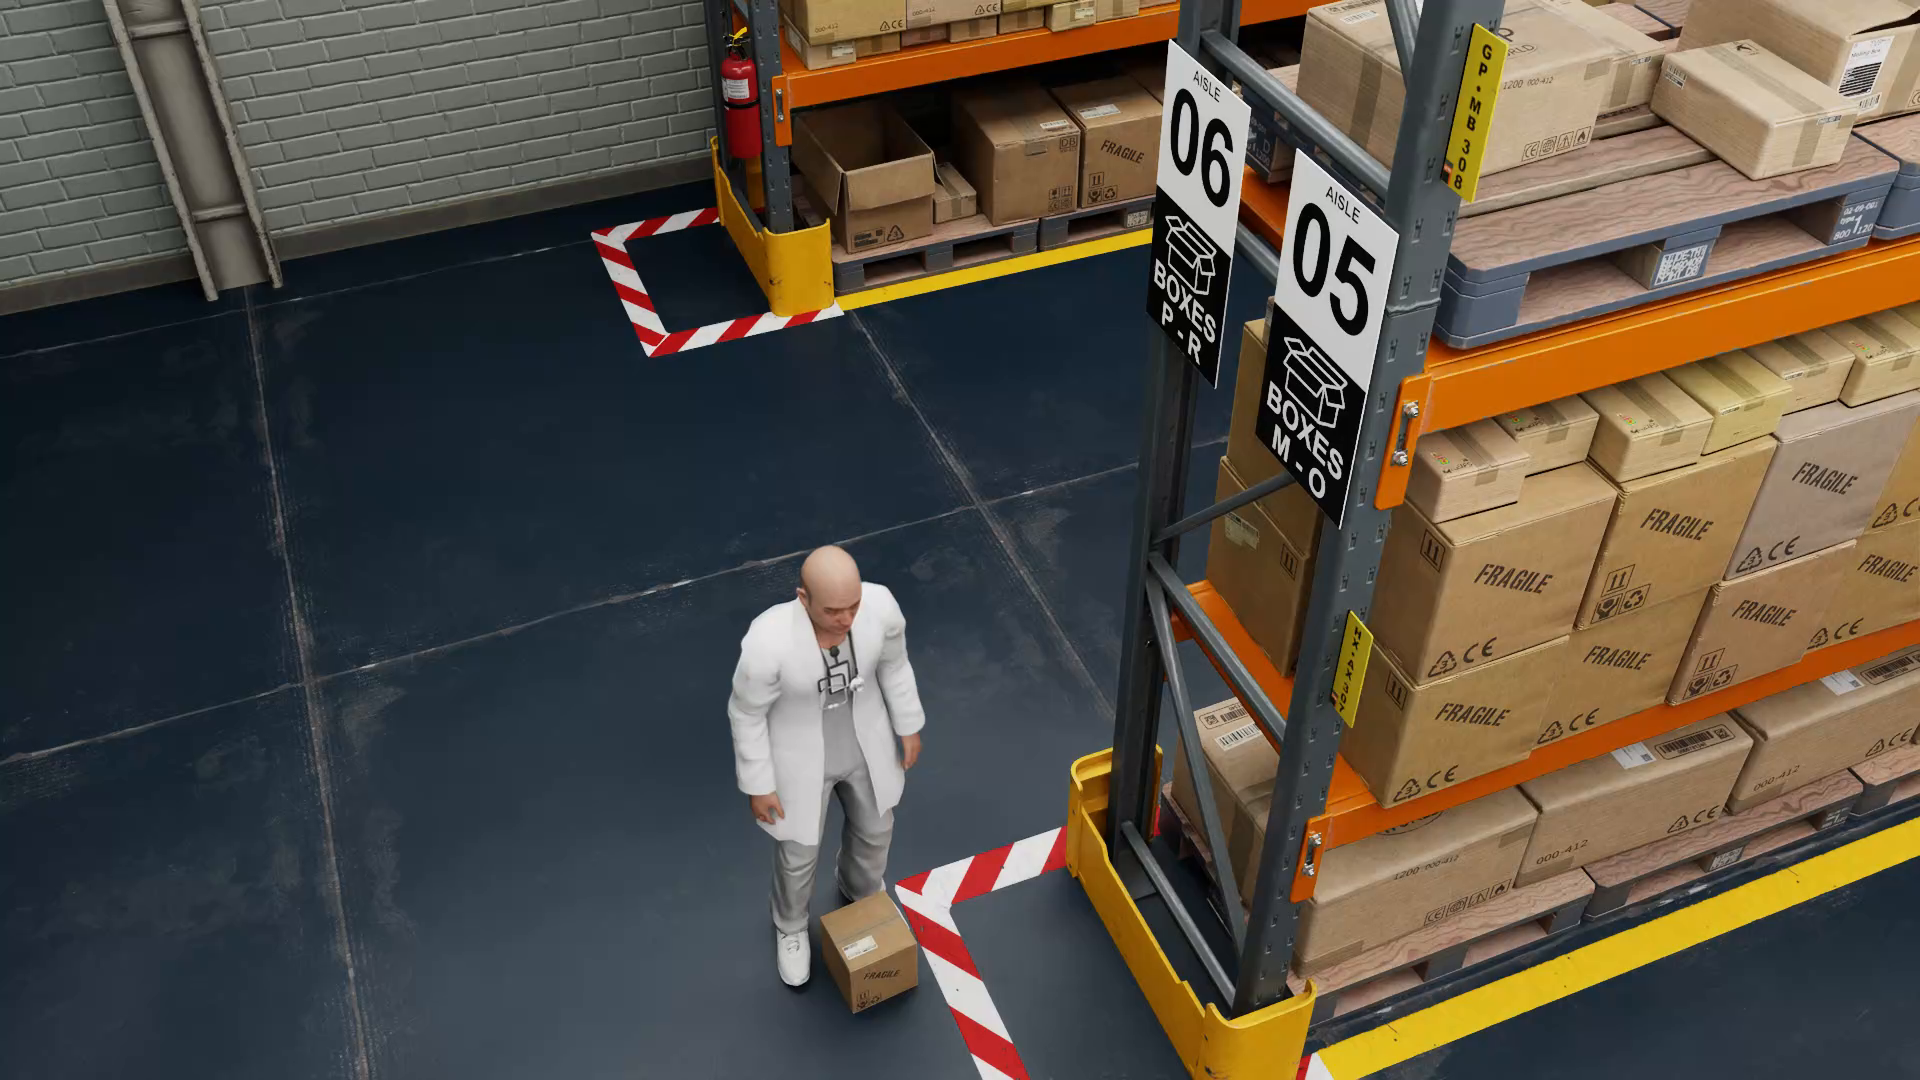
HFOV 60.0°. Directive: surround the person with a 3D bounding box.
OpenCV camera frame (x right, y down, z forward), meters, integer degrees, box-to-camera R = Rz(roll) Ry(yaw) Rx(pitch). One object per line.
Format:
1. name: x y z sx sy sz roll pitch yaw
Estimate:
1. person: -0.416 0.701 5.392 0.656 1.743 0.417 -19 45 -21
